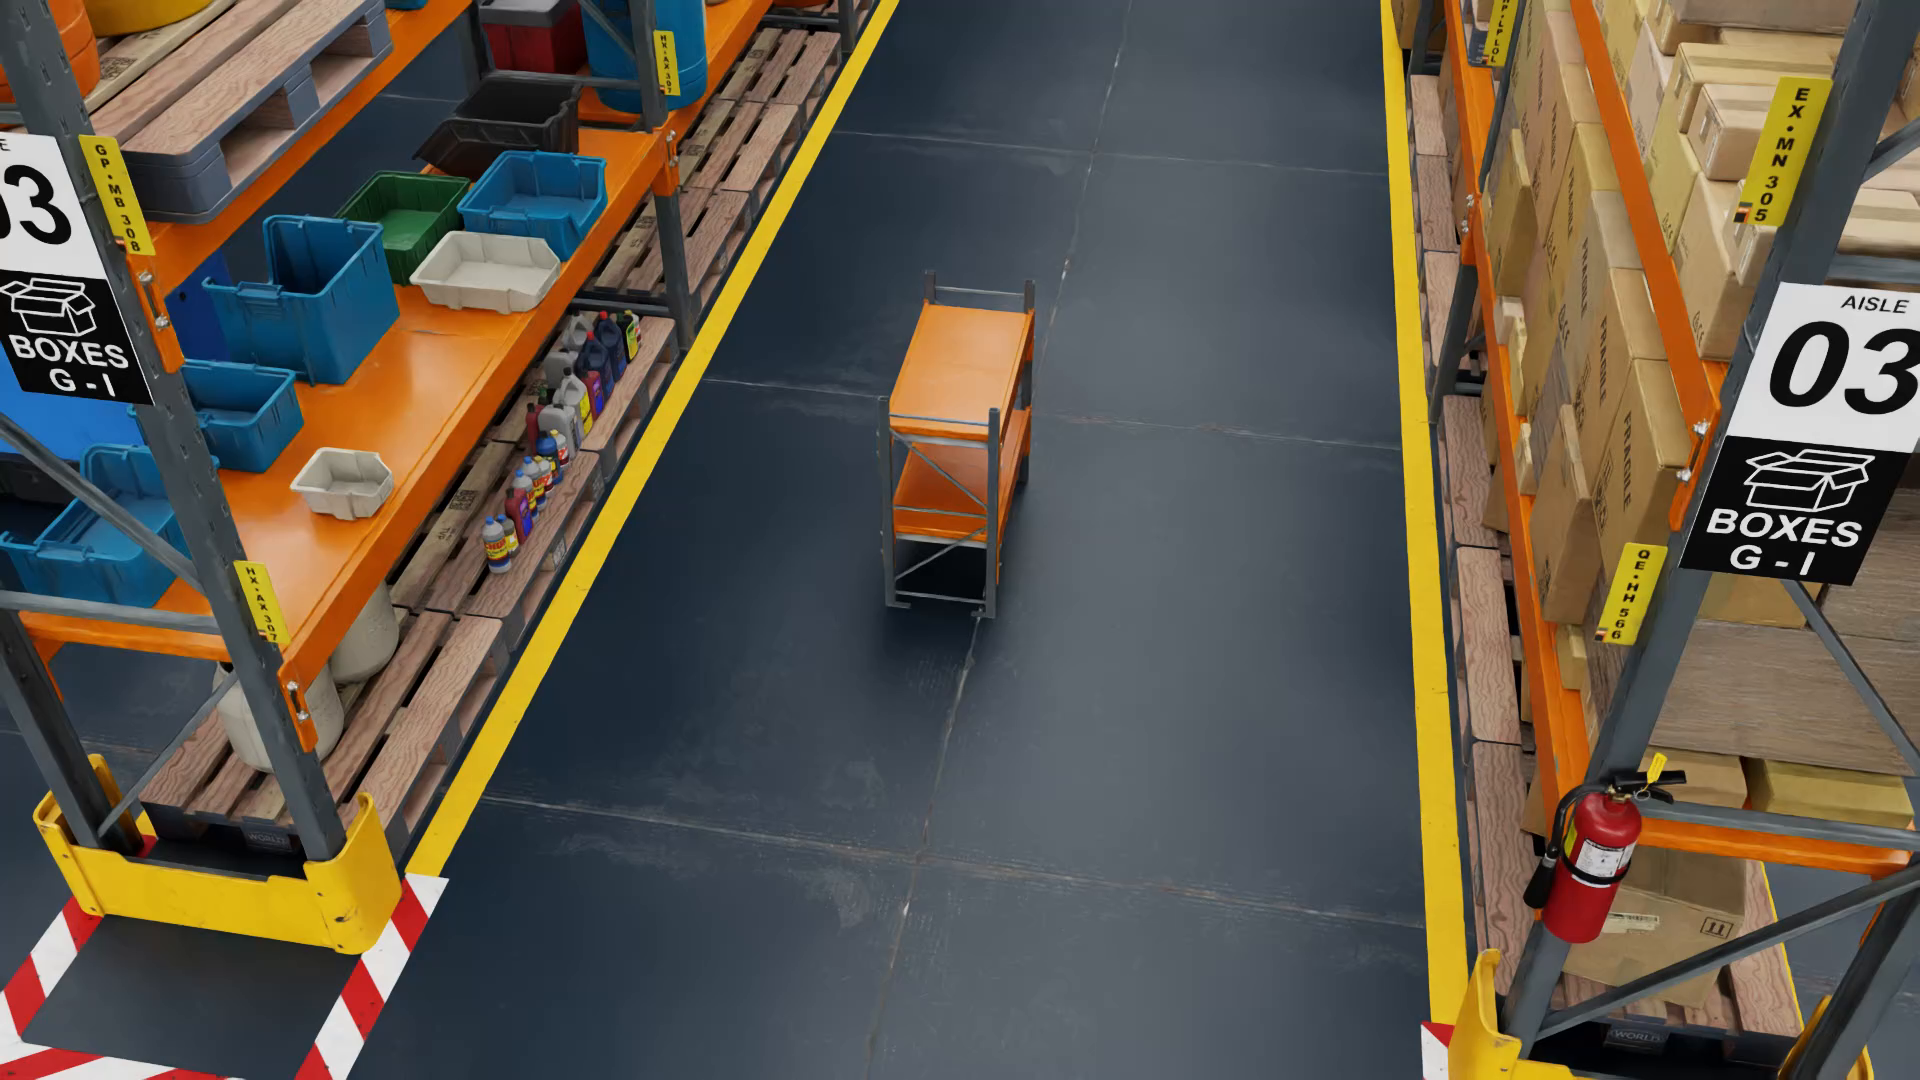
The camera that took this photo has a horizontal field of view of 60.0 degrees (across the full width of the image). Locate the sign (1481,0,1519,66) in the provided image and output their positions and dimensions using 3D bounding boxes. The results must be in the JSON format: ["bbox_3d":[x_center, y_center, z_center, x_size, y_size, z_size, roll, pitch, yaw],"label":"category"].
[{"bbox_3d":[2.368,-2.235,7.288,0.100,0.325,0.005,6,40,8],"label":"sign"}]

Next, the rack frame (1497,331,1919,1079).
[{"bbox_3d":[2.223,0.780,4.549,1.000,3.000,0.127,6,40,8],"label":"rack frame"}]

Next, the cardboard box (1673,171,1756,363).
[{"bbox_3d":[2.056,-0.649,4.041,0.500,0.250,0.500,7,40,9],"label":"cardboard box"}]

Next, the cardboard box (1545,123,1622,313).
[{"bbox_3d":[2.339,-1.072,5.692,0.500,0.500,0.500,6,40,8],"label":"cardboard box"}]

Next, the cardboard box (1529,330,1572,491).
[{"bbox_3d":[2.443,-0.351,5.606,0.875,0.500,0.500,6,40,8],"label":"cardboard box"}]

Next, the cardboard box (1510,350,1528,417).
[{"bbox_3d":[2.335,-0.589,6.402,0.380,0.149,0.250,6,40,8],"label":"cardboard box"}]

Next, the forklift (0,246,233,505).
[{"bbox_3d":[-5.145,-1.706,7.610,3.031,2.935,1.130,6,40,8],"label":"forklift"}]

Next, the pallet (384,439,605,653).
[{"bbox_3d":[-2.329,-0.017,7.702,1.003,0.211,1.213,6,40,8],"label":"pallet"}]

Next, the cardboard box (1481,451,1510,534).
[{"bbox_3d":[2.715,-0.322,7.514,0.500,0.500,0.500,19,43,21],"label":"cardboard box"}]

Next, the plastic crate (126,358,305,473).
[{"bbox_3d":[-2.745,-0.463,6.169,0.499,0.251,0.408,6,40,8],"label":"plastic crate"}]

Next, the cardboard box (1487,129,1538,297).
[{"bbox_3d":[2.655,-1.298,6.751,0.875,0.500,0.500,6,40,8],"label":"cardboard box"}]

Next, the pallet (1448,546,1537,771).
[{"bbox_3d":[2.625,0.538,7.031,1.003,0.211,1.213,6,40,8],"label":"pallet"}]

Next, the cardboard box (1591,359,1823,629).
[{"bbox_3d":[2.075,-0.131,4.555,0.500,0.500,0.500,6,40,8],"label":"cardboard box"}]

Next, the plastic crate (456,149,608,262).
[{"bbox_3d":[-1.887,-1.495,7.417,0.499,0.251,0.616,6,40,8],"label":"plastic crate"}]

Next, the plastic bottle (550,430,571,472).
[{"bbox_3d":[-1.905,-0.430,7.863,0.097,0.201,0.097,0,40,0],"label":"plastic bottle"}]

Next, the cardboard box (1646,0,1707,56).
[{"bbox_3d":[2.196,-1.496,4.753,0.380,0.149,0.250,5,40,5],"label":"cardboard box"}]

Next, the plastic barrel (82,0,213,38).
[{"bbox_3d":[-2.583,-1.886,4.943,0.600,0.588,0.600,0,40,0],"label":"plastic barrel"}]

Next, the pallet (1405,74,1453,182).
[{"bbox_3d":[3.471,-2.676,10.917,1.003,0.211,1.213,6,40,8],"label":"pallet"}]

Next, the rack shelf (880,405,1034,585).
[{"bbox_3d":[0.001,-0.249,7.649,0.538,0.278,1.000,6,40,8],"label":"rack shelf"}]

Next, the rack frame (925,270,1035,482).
[{"bbox_3d":[0.089,-0.757,7.879,0.500,1.125,0.032,6,40,8],"label":"rack frame"}]

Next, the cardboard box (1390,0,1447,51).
[{"bbox_3d":[3.747,-4.014,11.686,1.225,0.875,0.875,5,40,6],"label":"cardboard box"}]

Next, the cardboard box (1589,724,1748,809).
[{"bbox_3d":[2.069,0.675,4.873,0.380,0.149,0.250,6,40,8],"label":"cardboard box"}]

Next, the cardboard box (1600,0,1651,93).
[{"bbox_3d":[2.319,-1.599,5.191,0.500,0.250,0.500,6,40,7],"label":"cardboard box"}]

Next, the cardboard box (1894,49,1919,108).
[{"bbox_3d":[2.724,-1.258,4.466,0.380,0.149,0.250,6,40,8],"label":"cardboard box"}]

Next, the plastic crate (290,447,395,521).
[{"bbox_3d":[-2.184,-0.191,5.930,0.298,0.136,0.250,6,40,8],"label":"plastic crate"}]

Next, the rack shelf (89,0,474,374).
[{"bbox_3d":[-2.309,-1.900,6.001,1.077,0.370,4.000,6,40,8],"label":"rack shelf"}]

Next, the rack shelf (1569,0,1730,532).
[{"bbox_3d":[2.569,-1.354,5.341,1.077,0.370,4.000,6,40,8],"label":"rack shelf"}]

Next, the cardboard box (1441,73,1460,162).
[{"bbox_3d":[3.428,-2.675,10.344,0.700,0.500,0.500,3,40,4],"label":"cardboard box"}]

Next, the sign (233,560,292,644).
[{"bbox_3d":[-2.114,0.191,5.045,0.100,0.325,0.005,6,40,8],"label":"sign"}]

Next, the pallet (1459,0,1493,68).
[{"bbox_3d":[3.305,-2.920,9.175,1.003,0.211,1.213,6,40,8],"label":"pallet"}]

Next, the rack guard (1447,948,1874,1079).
[{"bbox_3d":[2.236,1.696,5.404,1.175,0.500,0.348,6,40,8],"label":"rack guard"}]

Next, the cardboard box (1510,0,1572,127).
[{"bbox_3d":[2.587,-2.014,6.833,0.500,0.500,0.500,6,40,8],"label":"cardboard box"}]

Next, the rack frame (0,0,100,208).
[{"bbox_3d":[-2.655,-2.078,3.298,1.000,3.000,0.127,6,40,8],"label":"rack frame"}]

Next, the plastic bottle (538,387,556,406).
[{"bbox_3d":[-1.985,-0.635,8.048,0.061,0.283,0.133,6,40,8],"label":"plastic bottle"}]

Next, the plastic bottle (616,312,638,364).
[{"bbox_3d":[-1.722,-1.061,8.562,0.061,0.283,0.133,8,40,10],"label":"plastic bottle"}]

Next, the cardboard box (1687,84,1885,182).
[{"bbox_3d":[2.063,-1.015,4.171,0.380,0.149,0.250,5,40,6],"label":"cardboard box"}]

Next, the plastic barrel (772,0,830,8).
[{"bbox_3d":[-1.203,-4.421,12.214,0.600,0.830,0.708,6,40,8],"label":"plastic barrel"}]

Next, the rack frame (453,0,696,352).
[{"bbox_3d":[-1.963,-2.276,8.246,1.000,3.000,0.127,6,40,8],"label":"rack frame"}]

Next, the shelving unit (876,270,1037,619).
[{"bbox_3d":[0.001,-0.438,7.494,0.538,1.125,1.048,6,40,8],"label":"shelving unit"}]

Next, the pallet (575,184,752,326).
[{"bbox_3d":[-1.866,-1.699,9.736,1.003,0.211,1.213,6,40,8],"label":"pallet"}]

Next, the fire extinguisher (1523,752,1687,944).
[{"bbox_3d":[1.749,0.831,4.549,0.296,0.674,0.183,6,40,8],"label":"fire extinguisher"}]

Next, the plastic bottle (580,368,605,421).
[{"bbox_3d":[-1.811,-0.736,8.169,0.061,0.283,0.133,9,40,11],"label":"plastic bottle"}]

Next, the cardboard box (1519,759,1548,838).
[{"bbox_3d":[2.417,0.813,6.142,0.500,0.500,0.500,17,42,19],"label":"cardboard box"}]

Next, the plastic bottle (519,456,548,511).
[{"bbox_3d":[-1.958,-0.266,7.610,0.097,0.271,0.097,0,40,0],"label":"plastic bottle"}]

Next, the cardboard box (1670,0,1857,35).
[{"bbox_3d":[2.242,-1.723,4.518,0.500,0.500,0.500,6,40,8],"label":"cardboard box"}]

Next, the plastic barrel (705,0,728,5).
[{"bbox_3d":[-1.455,-3.365,9.457,0.433,0.535,0.433,0,40,0],"label":"plastic barrel"}]

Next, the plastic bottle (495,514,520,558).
[{"bbox_3d":[-2.017,-0.026,7.375,0.097,0.201,0.097,0,40,0],"label":"plastic bottle"}]

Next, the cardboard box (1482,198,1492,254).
[{"bbox_3d":[2.526,-1.376,7.355,0.380,0.149,0.250,6,40,8],"label":"cardboard box"}]
